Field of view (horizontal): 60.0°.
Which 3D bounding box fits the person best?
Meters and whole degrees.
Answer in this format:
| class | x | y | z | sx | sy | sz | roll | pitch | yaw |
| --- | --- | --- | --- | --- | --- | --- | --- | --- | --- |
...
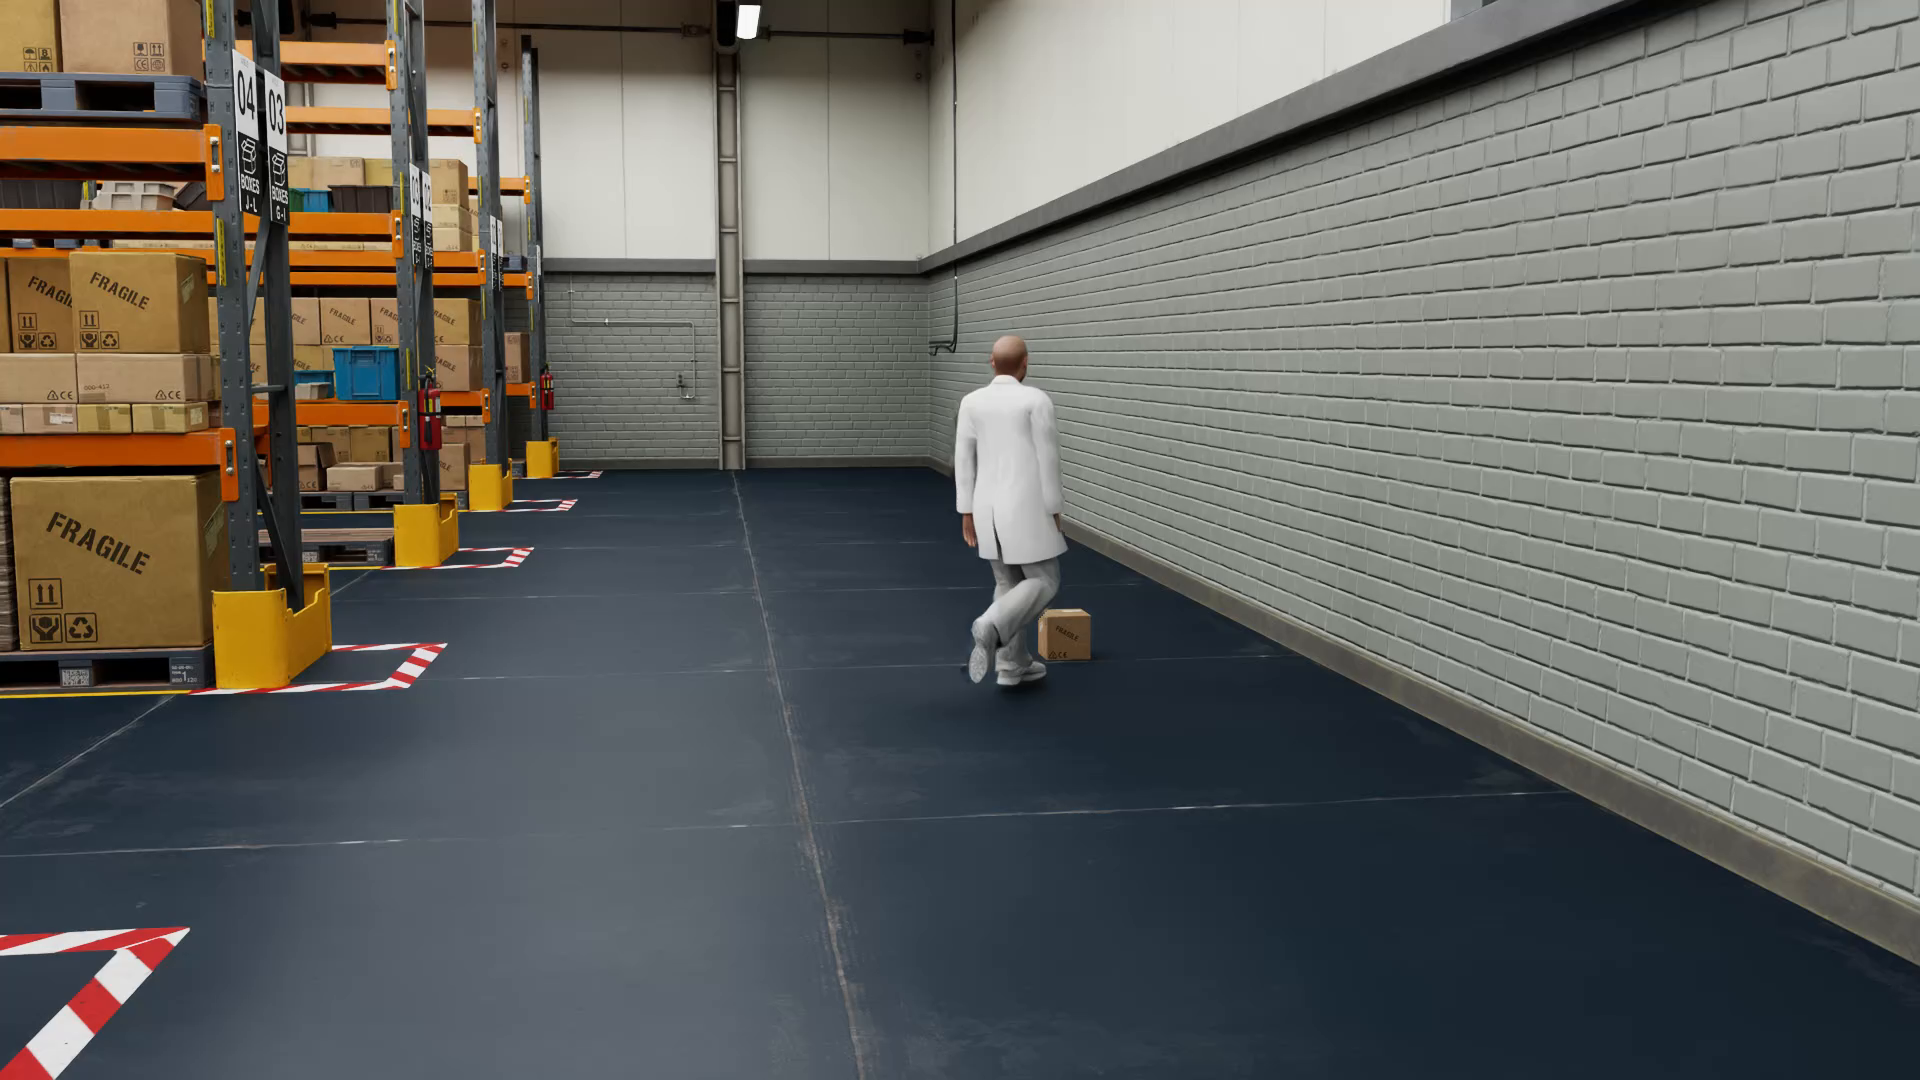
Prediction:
| class | x | y | z | sx | sy | sz | roll | pitch | yaw |
| --- | --- | --- | --- | --- | --- | --- | --- | --- | --- |
| person | 0.226 | -0.138 | 8.310 | 0.568 | 1.766 | 0.714 | 5 | 8 | 37 |
